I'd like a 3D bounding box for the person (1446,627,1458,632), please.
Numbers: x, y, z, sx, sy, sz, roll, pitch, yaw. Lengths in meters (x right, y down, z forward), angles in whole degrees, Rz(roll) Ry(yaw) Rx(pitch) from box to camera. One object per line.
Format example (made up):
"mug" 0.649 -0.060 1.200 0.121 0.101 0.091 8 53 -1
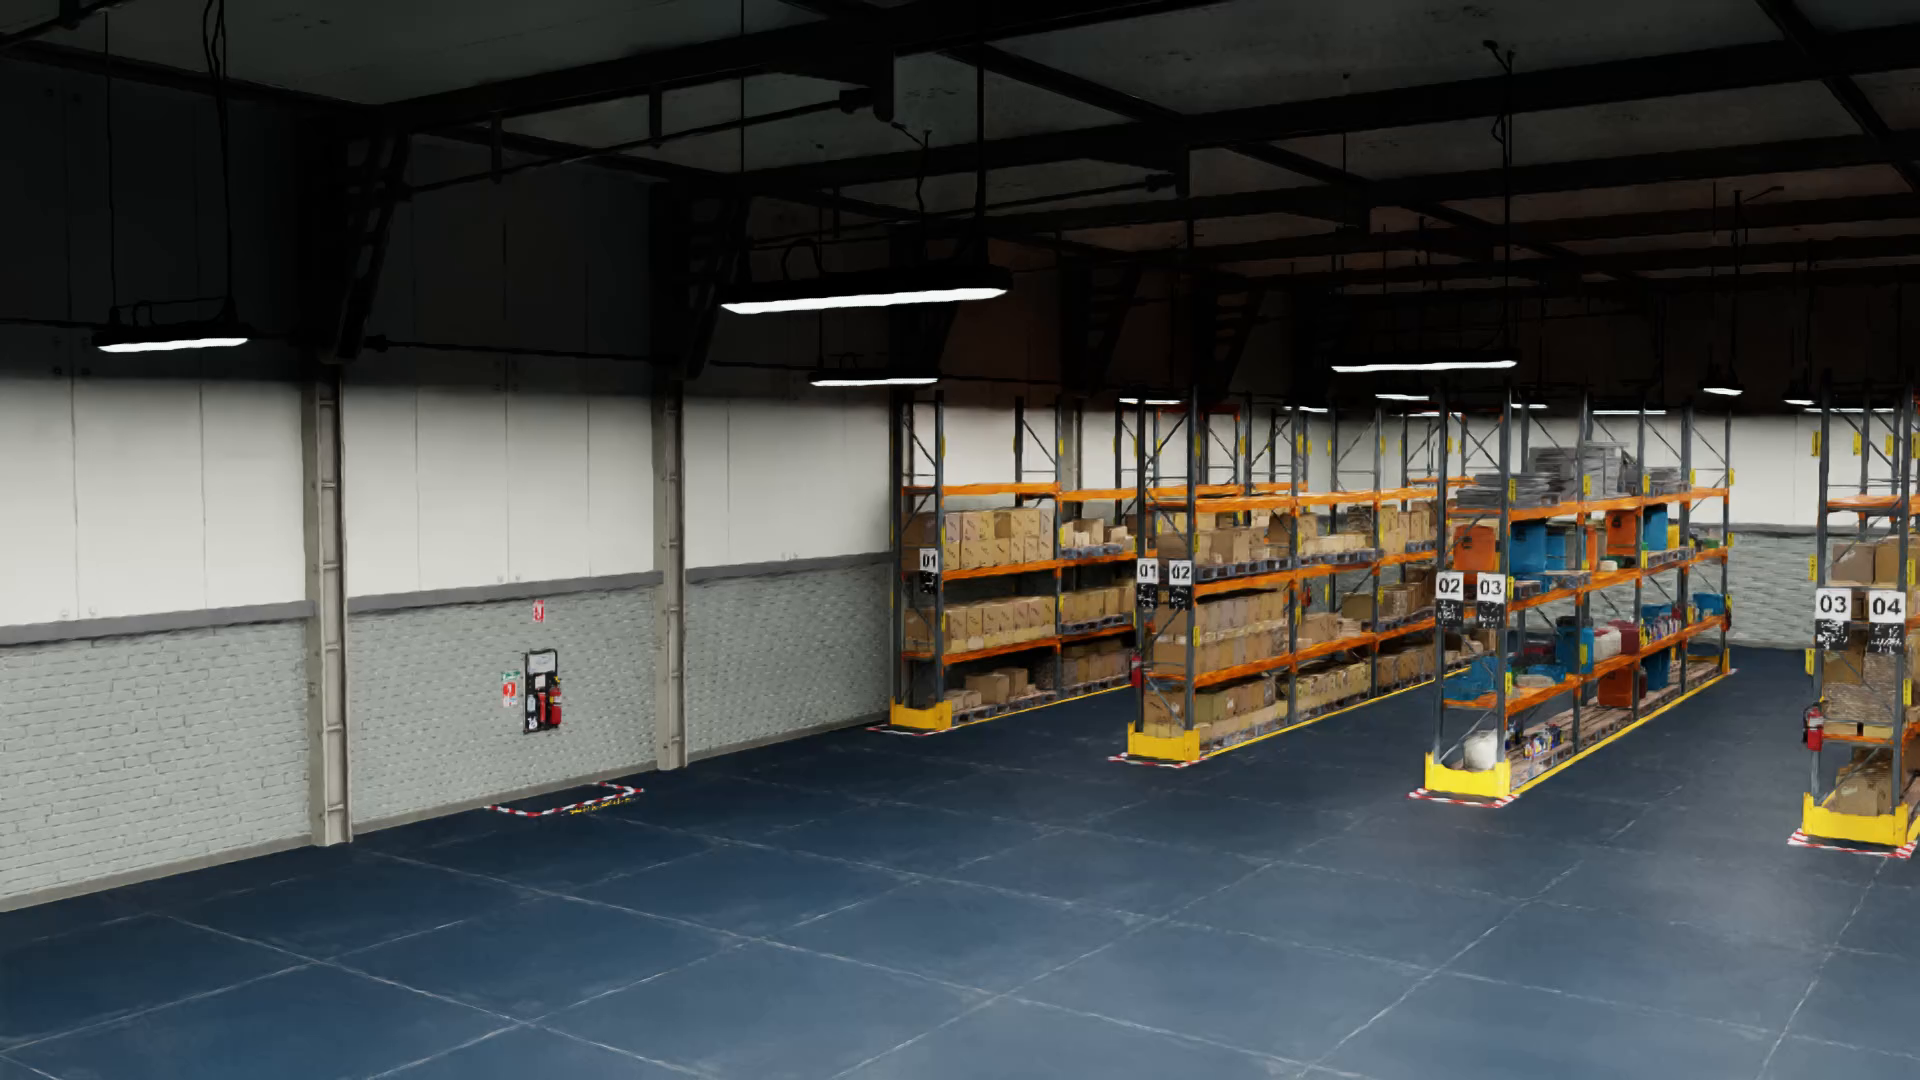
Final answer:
"person" 12.999 1.721 44.183 0.625 1.611 0.582 2 4 33

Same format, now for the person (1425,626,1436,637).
"person" 11.759 1.806 41.216 0.402 1.726 0.585 2 4 34
